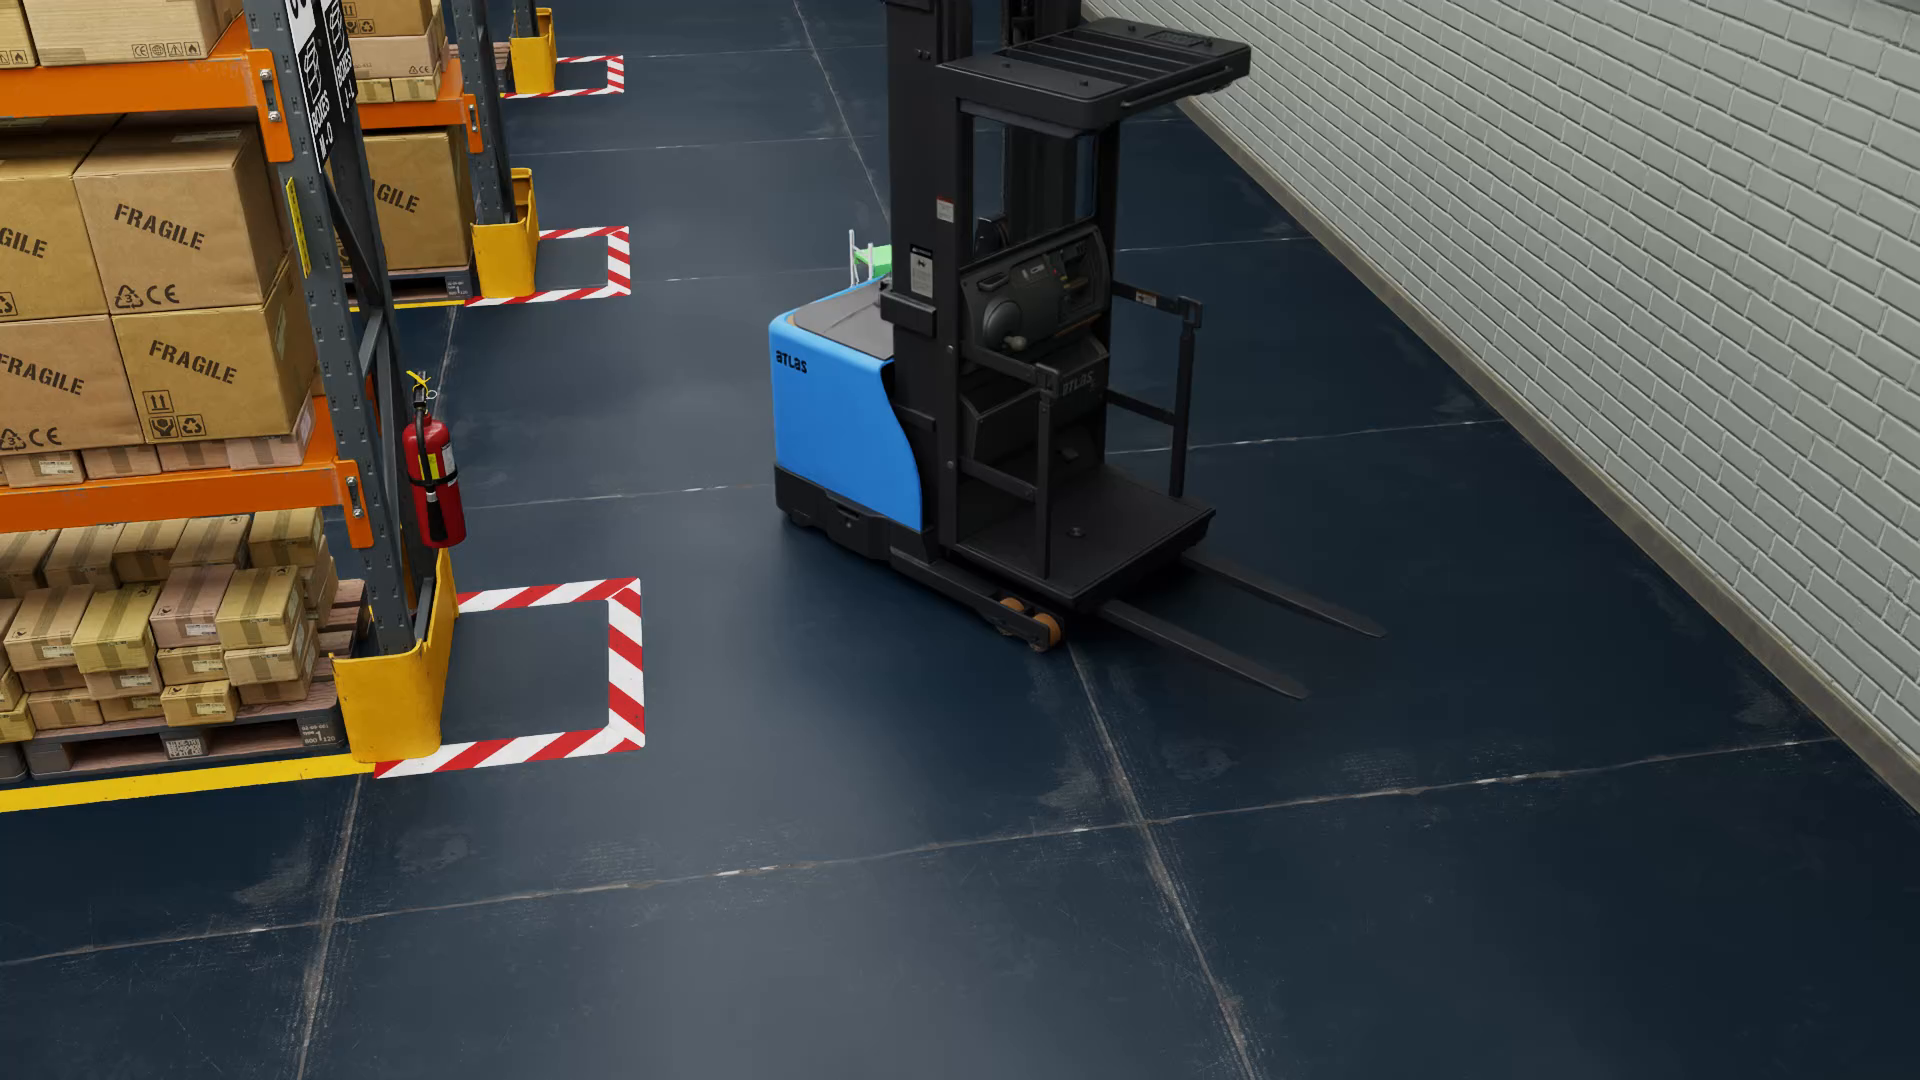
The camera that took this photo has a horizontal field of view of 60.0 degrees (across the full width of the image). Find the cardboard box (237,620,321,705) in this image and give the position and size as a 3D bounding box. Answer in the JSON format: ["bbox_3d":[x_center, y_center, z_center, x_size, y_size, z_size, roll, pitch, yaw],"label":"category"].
[{"bbox_3d":[-2.799,0.501,6.836,0.250,0.149,0.380,-5,31,-8],"label":"cardboard box"}]

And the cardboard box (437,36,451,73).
[{"bbox_3d":[-3.521,-3.204,10.988,0.250,0.149,0.380,-5,31,-8],"label":"cardboard box"}]

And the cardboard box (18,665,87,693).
[{"bbox_3d":[-3.580,0.433,6.659,0.250,0.149,0.380,-6,31,-10],"label":"cardboard box"}]

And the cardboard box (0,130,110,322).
[{"bbox_3d":[-3.222,-1.089,5.764,0.500,0.500,0.500,-6,31,-11],"label":"cardboard box"}]

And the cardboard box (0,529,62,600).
[{"bbox_3d":[-3.919,0.100,6.932,0.250,0.149,0.380,-4,31,-7],"label":"cardboard box"}]

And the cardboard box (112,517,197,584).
[{"bbox_3d":[-3.416,0.016,7.075,0.250,0.149,0.380,-5,31,-9],"label":"cardboard box"}]

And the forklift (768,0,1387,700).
[{"bbox_3d":[0.495,-1.068,7.175,3.031,2.935,1.130,25,39,36],"label":"forklift"}]

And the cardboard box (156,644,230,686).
[{"bbox_3d":[-3.053,0.409,6.700,0.250,0.149,0.380,-6,31,-10],"label":"cardboard box"}]

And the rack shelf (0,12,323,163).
[{"bbox_3d":[-4.286,-1.499,5.590,4.000,0.370,1.077,-5,31,-9],"label":"rack shelf"}]

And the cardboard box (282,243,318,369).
[{"bbox_3d":[-2.810,-0.967,6.542,0.500,0.500,0.500,-4,31,-7],"label":"cardboard box"}]

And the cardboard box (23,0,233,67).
[{"bbox_3d":[-2.718,-1.753,5.461,0.500,0.250,0.500,-6,31,-10],"label":"cardboard box"}]

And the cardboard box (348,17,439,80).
[{"bbox_3d":[-3.542,-3.068,10.362,0.500,0.250,0.500,-6,31,-10],"label":"cardboard box"}]

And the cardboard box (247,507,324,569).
[{"bbox_3d":[-2.895,-0.029,7.151,0.250,0.149,0.380,-7,31,-11],"label":"cardboard box"}]

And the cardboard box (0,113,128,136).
[{"bbox_3d":[-3.303,-1.343,6.196,0.500,0.500,0.500,-4,31,-7],"label":"cardboard box"}]

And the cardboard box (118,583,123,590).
[{"bbox_3d":[-3.657,0.174,7.100,0.250,0.149,0.380,-4,31,-7],"label":"cardboard box"}]

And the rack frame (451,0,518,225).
[{"bbox_3d":[-3.113,-3.181,10.700,0.127,3.000,1.000,-5,31,-9],"label":"rack frame"}]

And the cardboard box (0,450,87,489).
[{"bbox_3d":[-3.331,-0.350,6.134,0.250,0.149,0.380,-4,31,-8],"label":"cardboard box"}]

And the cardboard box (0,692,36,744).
[{"bbox_3d":[-3.789,0.640,6.600,0.250,0.149,0.380,-7,31,-11],"label":"cardboard box"}]

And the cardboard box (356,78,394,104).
[{"bbox_3d":[-3.659,-2.851,10.387,0.250,0.149,0.380,-5,31,-8],"label":"cardboard box"}]

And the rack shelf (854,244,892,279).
[{"bbox_3d":[-0.295,-1.455,8.720,0.480,0.148,0.258,-16,34,-25],"label":"rack shelf"}]

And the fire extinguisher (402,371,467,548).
[{"bbox_3d":[-1.988,-0.297,6.240,0.183,0.674,0.296,-5,31,-9],"label":"fire extinguisher"}]

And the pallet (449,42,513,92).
[{"bbox_3d":[-4.823,-4.392,15.511,1.213,0.211,1.003,-5,31,-9],"label":"pallet"}]

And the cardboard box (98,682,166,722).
[{"bbox_3d":[-3.309,0.557,6.742,0.250,0.149,0.380,-5,31,-9],"label":"cardboard box"}]

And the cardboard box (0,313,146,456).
[{"bbox_3d":[-3.222,-0.656,6.014,0.500,0.500,0.500,-6,31,-10],"label":"cardboard box"}]

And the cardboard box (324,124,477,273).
[{"bbox_3d":[-3.728,-2.347,10.965,0.875,0.875,0.875,-5,31,-9],"label":"cardboard box"}]

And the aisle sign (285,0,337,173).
[{"bbox_3d":[-2.193,-1.676,5.577,0.004,0.787,0.394,-5,31,-9],"label":"aisle sign"}]

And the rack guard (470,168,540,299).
[{"bbox_3d":[-3.089,-2.105,11.337,0.348,0.500,1.175,-5,31,-9],"label":"rack guard"}]

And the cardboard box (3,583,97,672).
[{"bbox_3d":[-3.549,0.341,6.522,0.250,0.149,0.380,-7,31,-11],"label":"cardboard box"}]

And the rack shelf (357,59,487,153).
[{"bbox_3d":[-5.080,-2.688,10.572,4.000,0.370,1.077,-5,31,-9],"label":"rack shelf"}]

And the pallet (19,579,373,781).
[{"bbox_3d":[-3.199,0.567,7.077,1.213,0.211,1.003,-5,31,-9],"label":"pallet"}]

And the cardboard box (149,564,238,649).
[{"bbox_3d":[-3.051,0.262,6.657,0.250,0.149,0.380,-5,31,-8],"label":"cardboard box"}]

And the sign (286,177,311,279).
[{"bbox_3d":[-2.238,-1.055,5.631,0.005,0.325,0.100,-5,31,-9],"label":"sign"}]

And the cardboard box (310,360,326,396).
[{"bbox_3d":[-2.696,-0.724,6.770,0.250,0.149,0.380,-6,31,-9],"label":"cardboard box"}]

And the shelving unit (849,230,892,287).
[{"bbox_3d":[-0.295,-1.096,8.931,0.503,1.200,0.258,-16,34,-25],"label":"shelving unit"}]

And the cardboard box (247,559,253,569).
[{"bbox_3d":[-3.160,0.138,7.161,0.250,0.149,0.380,-5,31,-9],"label":"cardboard box"}]

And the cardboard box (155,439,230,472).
[{"bbox_3d":[-2.840,-0.416,6.245,0.250,0.149,0.380,-5,31,-9],"label":"cardboard box"}]
